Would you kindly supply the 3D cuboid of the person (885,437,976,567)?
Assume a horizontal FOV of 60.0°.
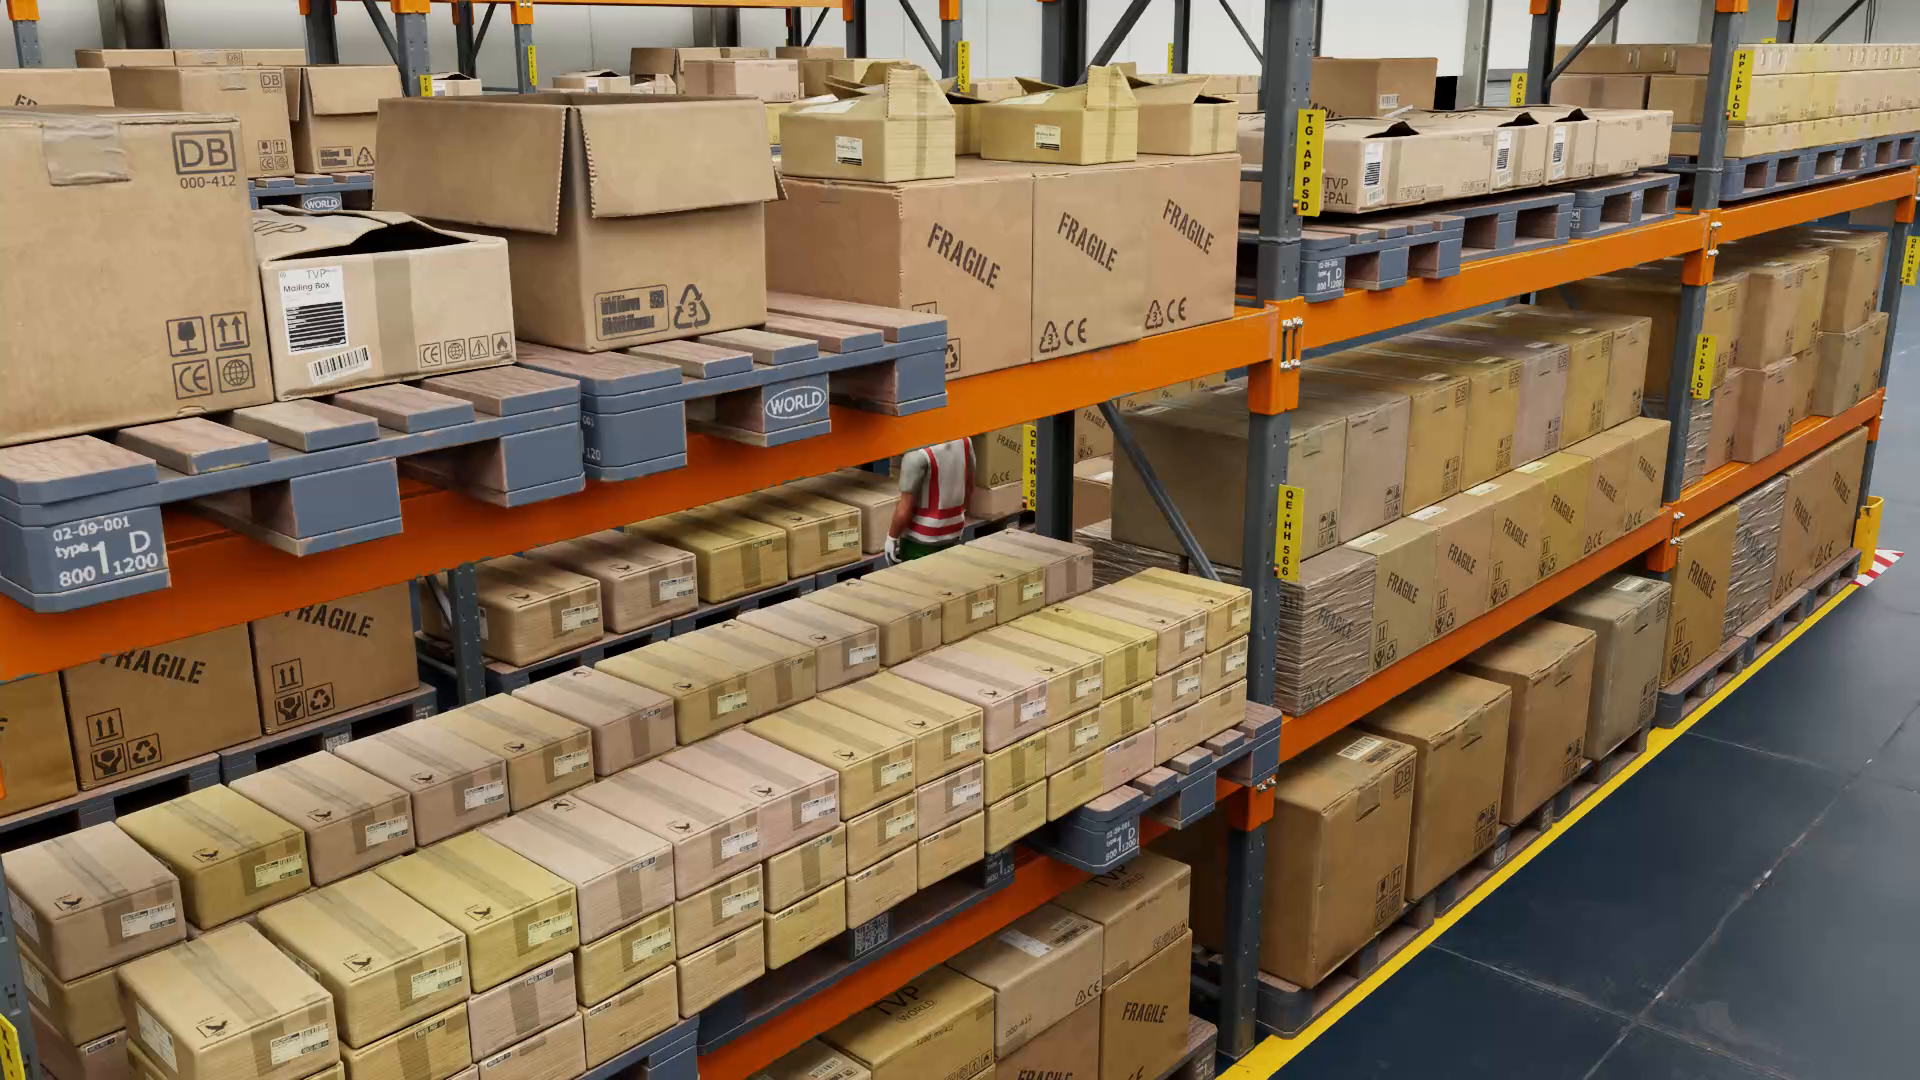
[{"bbox_3d":[-0.232,-0.052,9.639,0.561,1.790,0.638,14,22,40],"label":"person"}]
